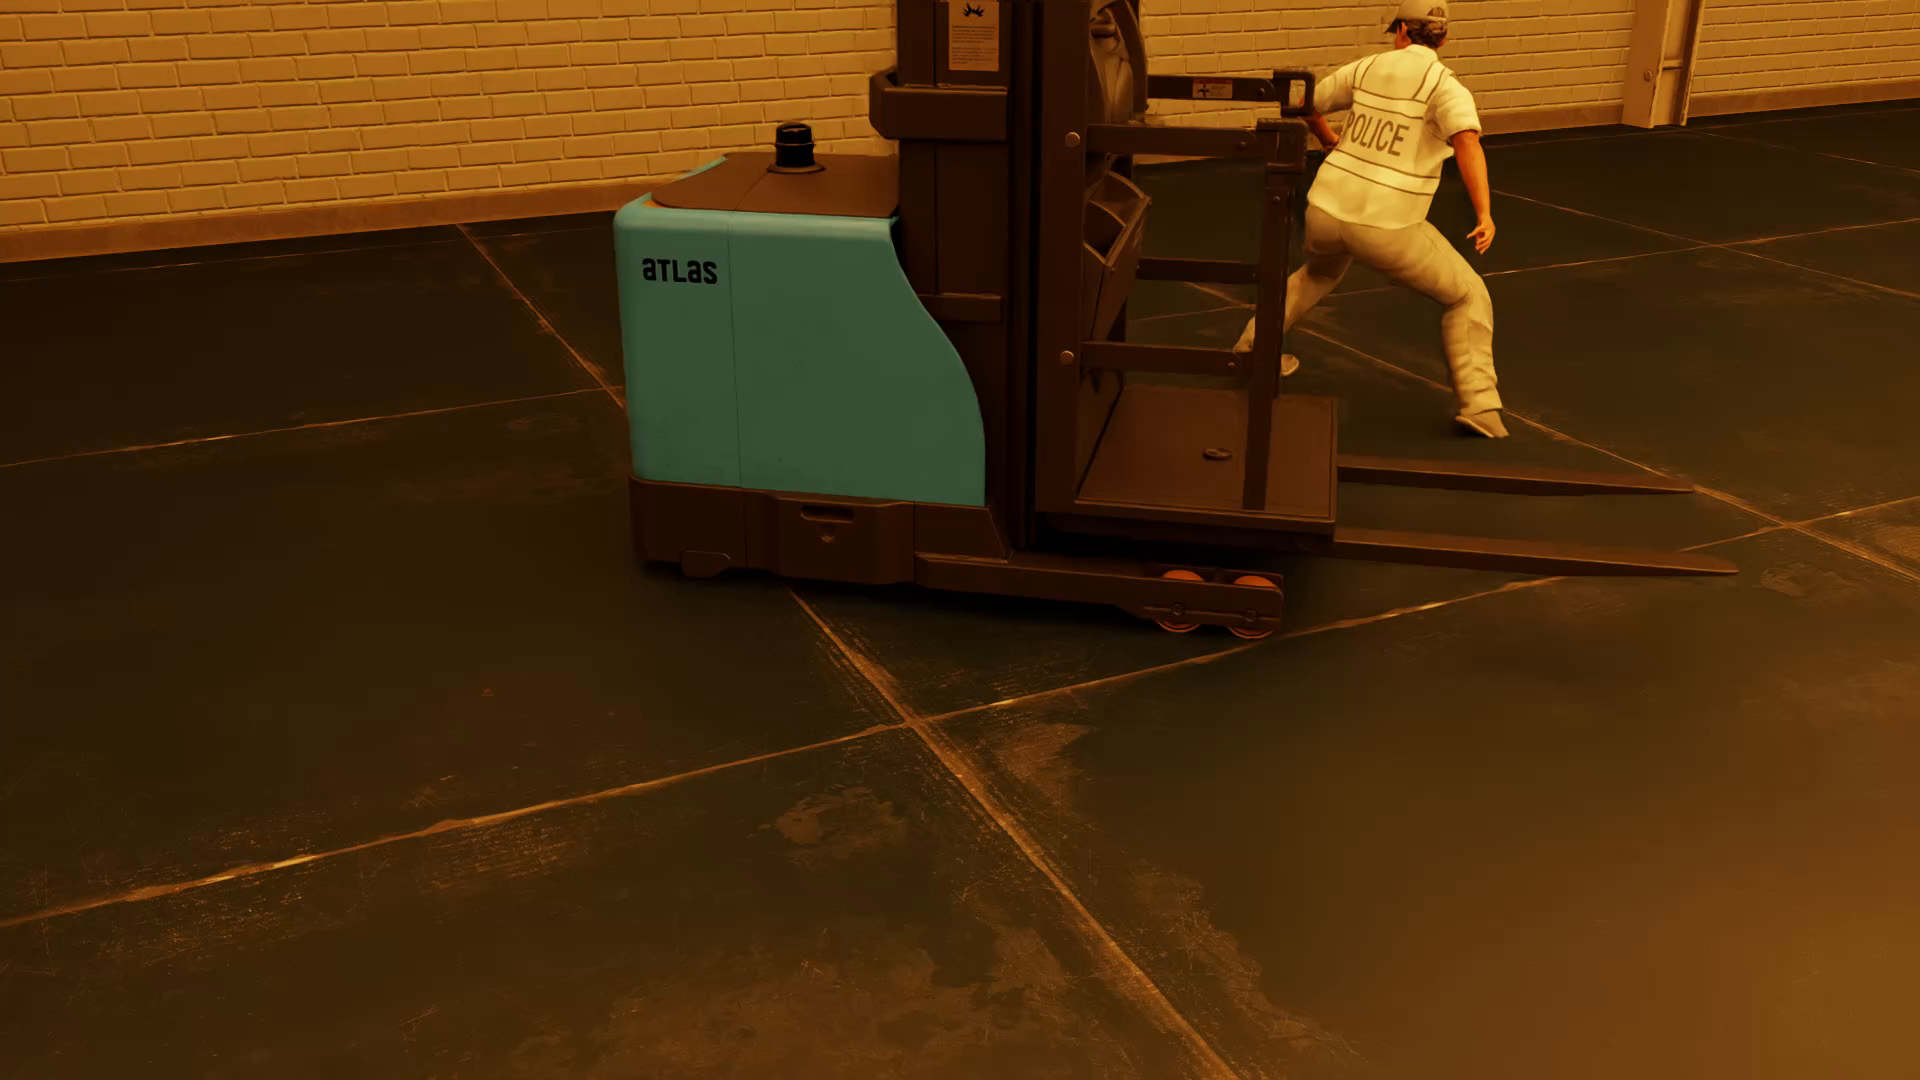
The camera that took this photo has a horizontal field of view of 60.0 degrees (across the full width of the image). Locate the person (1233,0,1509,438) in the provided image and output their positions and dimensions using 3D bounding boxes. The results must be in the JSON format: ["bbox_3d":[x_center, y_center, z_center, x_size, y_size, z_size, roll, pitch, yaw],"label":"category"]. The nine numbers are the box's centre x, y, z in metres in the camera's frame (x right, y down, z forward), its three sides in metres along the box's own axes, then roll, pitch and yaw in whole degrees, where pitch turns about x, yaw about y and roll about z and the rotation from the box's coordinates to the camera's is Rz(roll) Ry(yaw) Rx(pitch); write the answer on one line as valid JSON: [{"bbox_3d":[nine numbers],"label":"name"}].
[{"bbox_3d":[1.567,-1.136,6.006,0.539,1.602,1.091,-16,27,-33],"label":"person"}]

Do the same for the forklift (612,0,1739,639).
[{"bbox_3d":[0.615,-1.310,4.441,3.031,2.935,1.130,5,23,11],"label":"forklift"}]
